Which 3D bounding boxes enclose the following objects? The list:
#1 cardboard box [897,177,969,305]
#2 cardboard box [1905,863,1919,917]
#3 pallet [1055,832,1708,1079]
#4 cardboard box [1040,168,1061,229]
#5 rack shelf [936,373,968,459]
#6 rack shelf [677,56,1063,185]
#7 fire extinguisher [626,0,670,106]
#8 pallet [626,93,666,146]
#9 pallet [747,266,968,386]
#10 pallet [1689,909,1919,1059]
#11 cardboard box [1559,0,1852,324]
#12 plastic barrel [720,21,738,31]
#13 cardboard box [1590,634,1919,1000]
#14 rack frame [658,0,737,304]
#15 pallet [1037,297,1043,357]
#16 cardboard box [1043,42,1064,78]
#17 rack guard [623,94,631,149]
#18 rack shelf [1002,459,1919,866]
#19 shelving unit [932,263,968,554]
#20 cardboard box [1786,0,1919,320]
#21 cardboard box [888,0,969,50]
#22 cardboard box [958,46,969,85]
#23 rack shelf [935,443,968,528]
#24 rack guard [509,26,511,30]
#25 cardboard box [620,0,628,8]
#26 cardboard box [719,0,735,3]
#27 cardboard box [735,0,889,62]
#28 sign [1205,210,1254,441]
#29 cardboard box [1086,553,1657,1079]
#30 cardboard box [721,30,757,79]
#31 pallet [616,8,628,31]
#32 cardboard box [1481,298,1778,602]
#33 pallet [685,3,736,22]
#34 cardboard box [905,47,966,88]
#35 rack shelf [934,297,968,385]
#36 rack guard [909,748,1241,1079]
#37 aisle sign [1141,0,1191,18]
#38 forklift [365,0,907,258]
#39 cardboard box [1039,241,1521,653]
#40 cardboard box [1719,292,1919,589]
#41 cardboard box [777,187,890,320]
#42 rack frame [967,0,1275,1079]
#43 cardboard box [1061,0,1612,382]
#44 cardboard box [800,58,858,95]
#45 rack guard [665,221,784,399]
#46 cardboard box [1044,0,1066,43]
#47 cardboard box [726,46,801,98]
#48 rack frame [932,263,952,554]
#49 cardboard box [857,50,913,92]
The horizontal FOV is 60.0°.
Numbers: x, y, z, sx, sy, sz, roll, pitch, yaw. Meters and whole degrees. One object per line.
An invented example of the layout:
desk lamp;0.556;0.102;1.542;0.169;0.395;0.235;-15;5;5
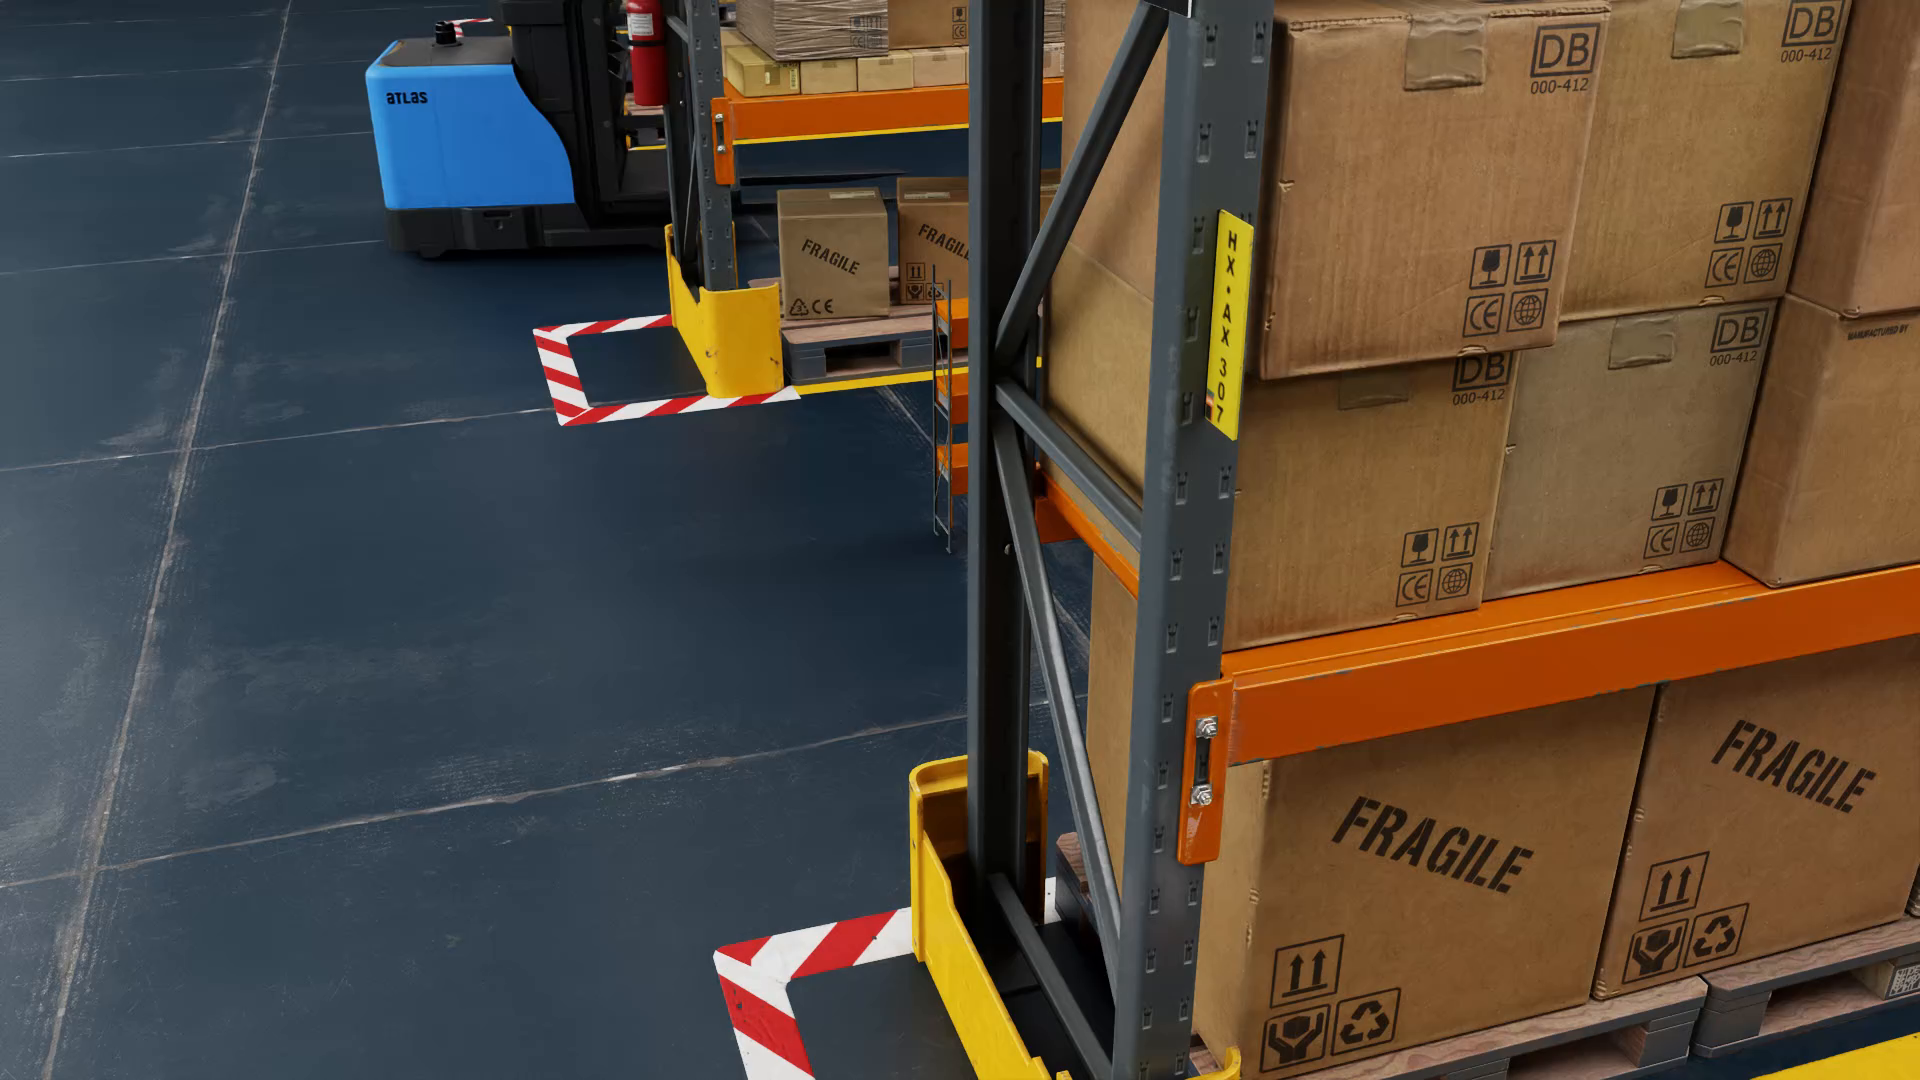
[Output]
cardboard box;-0.055;-1.481;8.199;0.500;0.500;0.500;-1;26;-3
cardboard box;2.556;0.269;4.251;0.875;0.875;0.875;-8;28;-16
pallet;0.965;0.980;4.039;1.213;0.211;1.003;-8;28;-16
cardboard box;0.546;-1.560;8.357;0.500;0.500;0.500;-6;27;-11
rack shelf;0.051;-0.468;6.036;0.240;0.259;0.215;-8;28;-16
rack shelf;0.690;-2.190;8.098;4.000;0.370;1.077;-8;28;-16
fire extinguisher;-1.463;-2.382;7.761;0.183;0.674;0.296;-8;28;-16
pallet;-1.913;-3.222;12.503;1.213;0.211;1.003;-8;28;-16
pallet;-0.356;-1.096;8.219;1.213;0.211;1.003;-8;28;-16
pallet;2.123;0.813;4.374;1.213;0.211;1.003;-8;28;-16
cardboard box;1.088;-0.826;3.158;0.550;0.550;0.875;-8;28;-16
plastic barrel;-1.666;-3.597;12.448;0.421;0.512;0.421;0;26;0
cardboard box;1.689;0.394;4.000;0.875;0.875;0.875;-9;28;-17
rack frame;-1.211;-2.237;7.383;0.127;3.000;1.000;-8;28;-16
pallet;0.802;-1.262;8.554;1.213;0.211;1.003;-8;28;-16
cardboard box;0.320;-2.238;7.667;0.250;0.149;0.380;-8;28;-16
rack guard;-2.688;-3.242;12.218;0.348;0.500;1.175;-8;28;-16
rack shelf;2.130;-0.079;3.845;4.000;0.370;1.077;-8;28;-16
shelving unit;0.051;-0.478;6.031;0.252;1.050;0.215;-8;28;-16
cardboard box;1.662;-0.846;3.198;0.550;0.550;0.875;-8;28;-16
cardboard box;-0.242;-2.599;7.665;0.500;0.500;0.875;-8;28;-16
cardboard box;0.091;-2.192;7.575;0.250;0.149;0.380;-8;28;-16
rack shelf;0.051;-0.219;6.160;0.240;0.259;0.215;-8;28;-16
rack guard;-4.298;-5.303;16.370;0.348;0.500;1.175;-8;28;-16
cardboard box;-3.223;-5.433;16.440;0.500;0.250;0.500;-8;28;-16
cardboard box;-2.270;-5.568;16.713;0.500;0.250;0.500;-8;28;-16
cardboard box;-0.680;-2.479;7.424;0.500;0.500;0.875;-8;28;-16
sign;0.395;-0.314;2.446;0.005;0.325;0.100;-8;28;-16
cardboard box;0.853;0.516;3.754;0.875;0.875;0.875;-8;28;-16
cardboard box;-1.004;-2.251;7.694;0.250;0.149;0.380;-8;28;-16
pallet;-3.561;-5.300;16.689;1.213;0.211;1.003;-8;28;-16
cardboard box;1.083;-0.348;3.410;0.550;0.550;0.875;-8;28;-16
pallet;-2.403;-5.467;17.024;1.213;0.211;1.003;-8;28;-16
cardboard box;-0.149;-2.161;7.511;0.250;0.149;0.380;-8;28;-16
rack shelf;0.051;-0.722;5.910;0.240;0.259;0.215;-8;28;-16
rack guard;0.206;0.997;3.680;0.348;0.500;1.175;-8;28;-16
aisle sign;0.254;-1.154;2.277;0.004;0.787;0.394;-8;28;-16
forklift;-1.792;-3.187;9.373;3.031;2.935;1.130;-4;27;-7
cardboard box;0.567;-0.264;3.239;0.550;0.550;0.875;-8;28;-16
cardboard box;1.655;-0.372;3.458;0.550;0.550;0.875;-8;28;-16
cardboard box;-0.612;-1.385;8.004;0.500;0.500;0.500;-3;27;-7
rack frame;0.228;-0.126;3.131;0.127;3.000;1.000;-8;28;-16
cardboard box;0.593;-0.712;2.927;0.550;0.550;0.875;-8;28;-16
cardboard box;-0.623;-2.089;7.368;0.250;0.149;0.380;-8;28;-16
rack guard;-1.139;-1.128;7.960;0.348;0.500;1.175;-8;28;-16
cardboard box;0.247;-2.649;7.766;0.500;0.500;0.875;-8;28;-16
cardboard box;-0.867;-2.063;7.315;0.250;0.149;0.380;-8;28;-16
rack frame;-0.065;-0.461;5.998;0.008;1.050;0.200;-8;28;-16
cardboard box;-0.381;-2.117;7.424;0.250;0.149;0.380;-8;28;-16
